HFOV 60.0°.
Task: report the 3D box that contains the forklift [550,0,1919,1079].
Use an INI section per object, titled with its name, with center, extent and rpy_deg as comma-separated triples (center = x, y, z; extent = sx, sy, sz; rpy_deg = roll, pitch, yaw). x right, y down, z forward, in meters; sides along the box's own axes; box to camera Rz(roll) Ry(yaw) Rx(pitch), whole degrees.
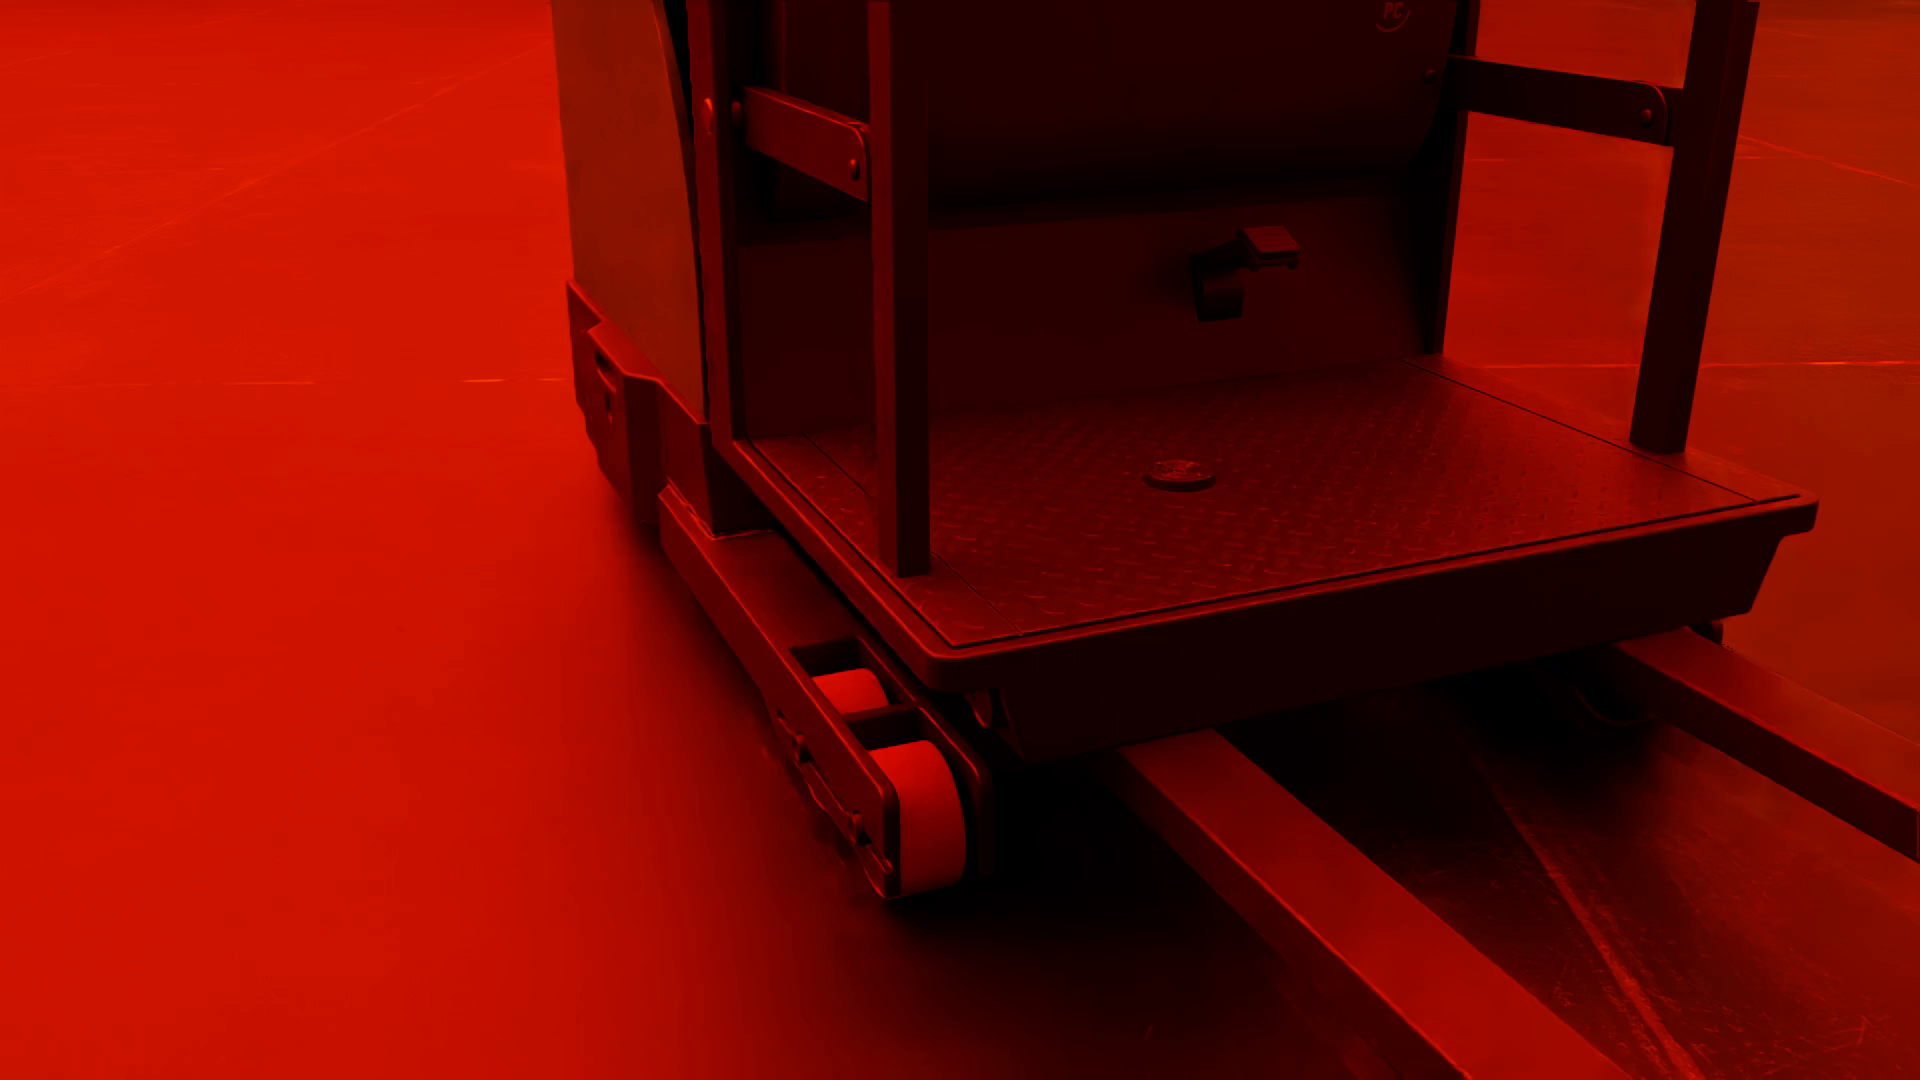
[forklift]
center = 0.294, -1.160, 1.681
extent = 1.130, 2.935, 3.031
rpy_deg = -9, 23, -21
